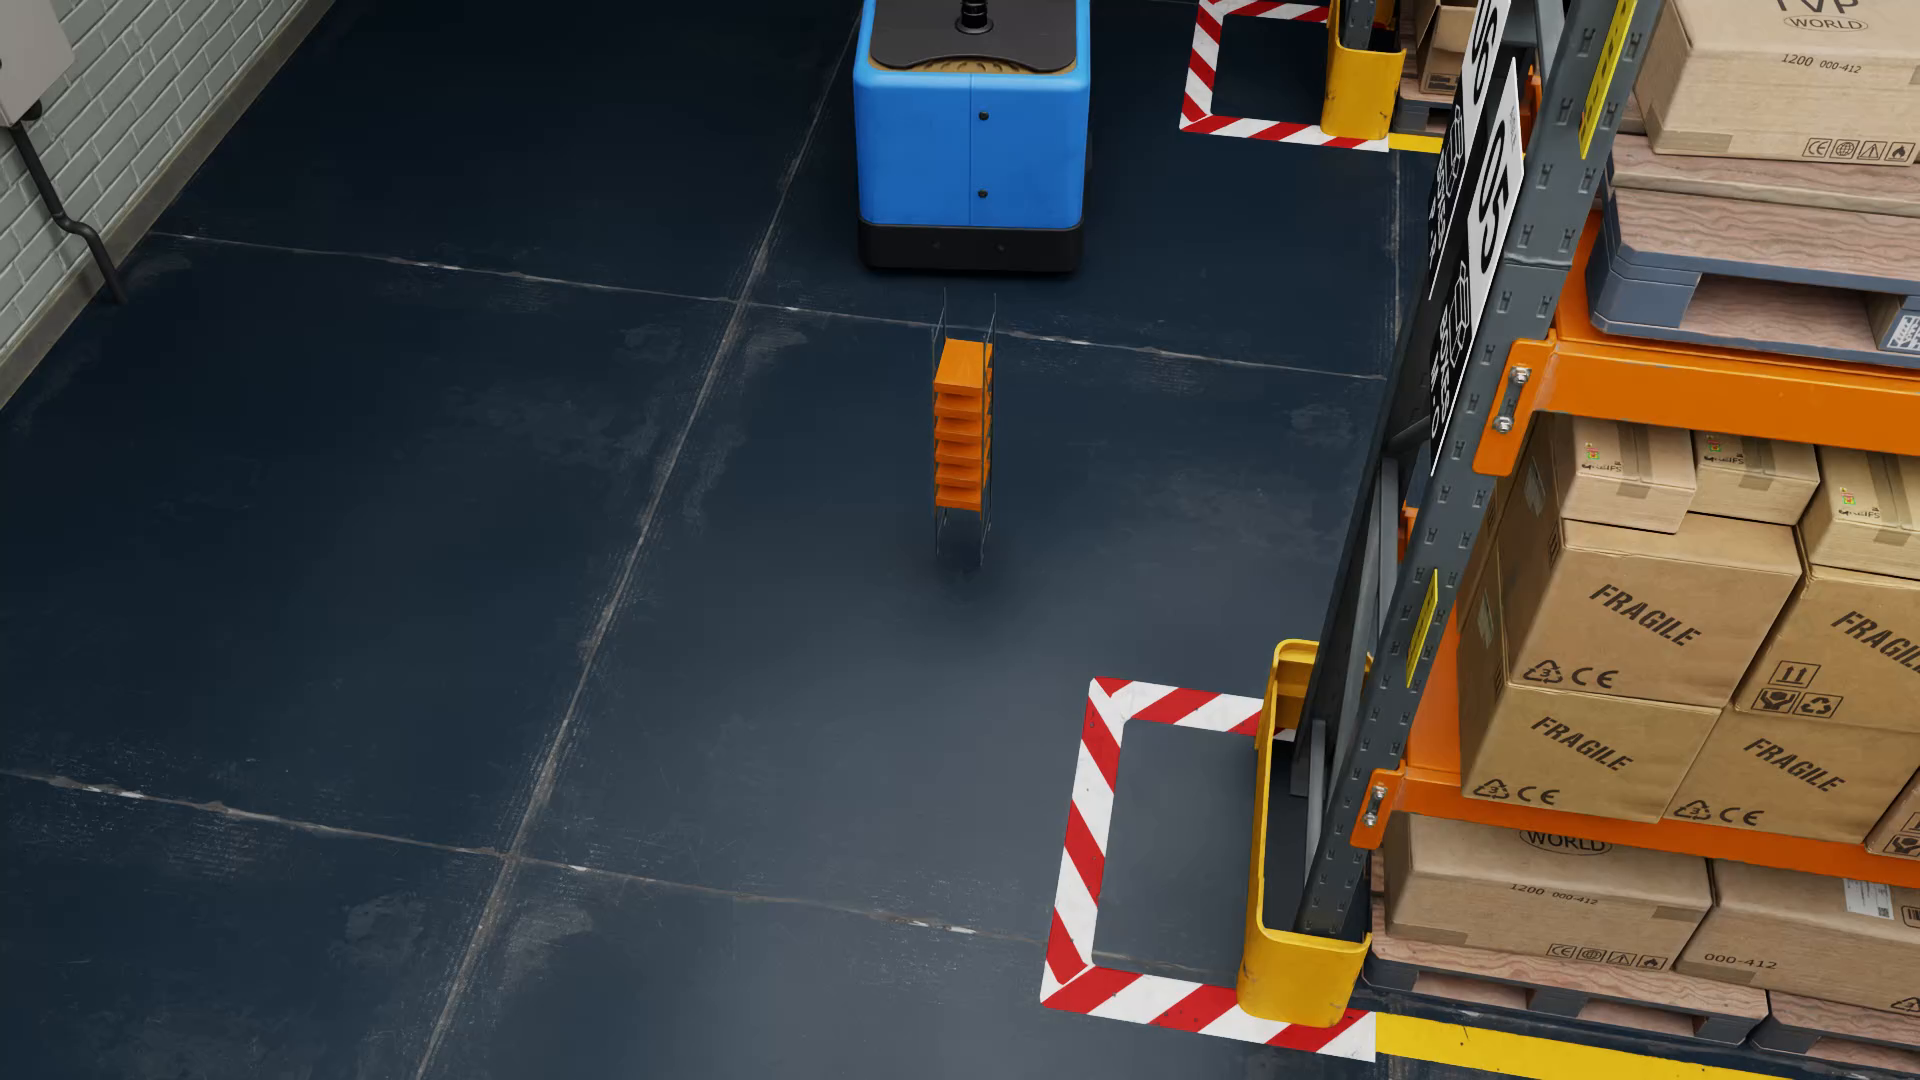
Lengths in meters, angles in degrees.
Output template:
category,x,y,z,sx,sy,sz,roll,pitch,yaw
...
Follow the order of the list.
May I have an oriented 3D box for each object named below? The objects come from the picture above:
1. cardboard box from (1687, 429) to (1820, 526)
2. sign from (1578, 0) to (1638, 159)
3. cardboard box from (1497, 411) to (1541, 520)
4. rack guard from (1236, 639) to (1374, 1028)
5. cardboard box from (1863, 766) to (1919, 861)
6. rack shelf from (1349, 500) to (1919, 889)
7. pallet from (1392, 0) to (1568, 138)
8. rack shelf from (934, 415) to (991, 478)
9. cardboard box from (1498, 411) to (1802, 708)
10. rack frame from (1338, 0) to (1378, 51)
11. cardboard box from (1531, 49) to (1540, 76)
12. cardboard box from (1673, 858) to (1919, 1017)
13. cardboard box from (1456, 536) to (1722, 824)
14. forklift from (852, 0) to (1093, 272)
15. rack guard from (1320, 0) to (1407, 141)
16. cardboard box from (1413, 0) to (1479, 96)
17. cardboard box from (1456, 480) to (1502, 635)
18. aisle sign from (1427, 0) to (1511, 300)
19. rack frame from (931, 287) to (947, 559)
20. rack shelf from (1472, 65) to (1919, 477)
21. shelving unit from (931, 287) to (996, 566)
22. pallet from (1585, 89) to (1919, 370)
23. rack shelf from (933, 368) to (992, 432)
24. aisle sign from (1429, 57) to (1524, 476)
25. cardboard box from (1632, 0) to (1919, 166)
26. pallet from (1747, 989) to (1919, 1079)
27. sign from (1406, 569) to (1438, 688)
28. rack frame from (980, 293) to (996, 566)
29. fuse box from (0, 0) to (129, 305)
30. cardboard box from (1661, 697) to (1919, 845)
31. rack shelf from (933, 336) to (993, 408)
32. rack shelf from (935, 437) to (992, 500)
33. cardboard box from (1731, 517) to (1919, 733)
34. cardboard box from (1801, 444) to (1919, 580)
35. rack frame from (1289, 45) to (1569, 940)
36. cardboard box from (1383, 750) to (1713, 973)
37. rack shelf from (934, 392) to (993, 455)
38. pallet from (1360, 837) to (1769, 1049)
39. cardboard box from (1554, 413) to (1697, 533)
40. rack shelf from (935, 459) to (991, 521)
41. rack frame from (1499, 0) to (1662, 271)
category,x,y,z,sx,sy,sz,roll,pitch,yaw
cardboard box,1.753,-0.233,3.739,0.250,0.149,0.380,9,49,8
sign,1.077,-0.796,2.763,0.005,0.325,0.100,8,49,7
cardboard box,1.699,-0.359,4.288,0.500,0.500,0.500,9,49,8
rack guard,1.158,0.952,5.531,0.348,0.500,1.175,8,49,7
cardboard box,2.603,0.487,4.201,0.500,0.500,0.500,7,48,7
rack shelf,3.150,0.624,4.628,4.000,0.370,1.077,8,49,7
pallet,2.920,-2.467,8.797,1.213,0.211,1.003,8,49,7
rack shelf,0.014,-0.369,6.307,0.180,0.103,0.258,8,49,7
cardboard box,1.604,0.024,3.945,0.500,0.500,0.500,7,48,6
rack frame,2.061,-3.514,7.863,0.127,3.000,1.000,8,49,7
cardboard box,3.057,-2.467,8.556,0.250,0.149,0.380,6,48,5
cardboard box,2.751,0.964,5.279,0.875,0.438,0.875,9,49,8
cardboard box,1.603,0.360,4.315,0.500,0.500,0.500,7,48,7
forklift,0.111,-3.318,7.733,1.130,2.935,3.031,2,48,2
rack guard,2.136,-2.669,8.784,0.348,0.500,1.175,8,49,7
cardboard box,2.646,-2.670,8.501,0.637,0.503,0.797,6,48,5
cardboard box,1.704,-0.044,4.678,0.500,0.500,0.500,8,49,7
aisle sign,1.166,-0.986,3.844,0.004,0.787,0.394,8,49,7
rack frame,-0.076,-0.411,6.285,0.006,1.200,0.240,8,49,7
rack shelf,3.150,-0.378,3.512,4.000,0.370,1.077,8,49,7
shelving unit,0.014,-0.399,6.274,0.189,1.200,0.258,8,49,7
pallet,1.914,-0.763,3.434,1.213,0.211,1.003,8,49,7
rack shelf,0.014,-0.530,6.128,0.180,0.103,0.258,8,49,7
aisle sign,1.059,-0.547,3.449,0.004,0.787,0.394,8,49,7
cardboard box,1.641,-1.013,3.350,0.500,0.250,0.500,4,48,3
pallet,3.180,1.263,5.445,1.213,0.211,1.003,8,49,7
sign,1.077,0.209,3.882,0.005,0.325,0.100,8,49,7
rack frame,0.104,-0.387,6.263,0.006,1.200,0.240,8,49,7
fuse box,-3.854,-1.697,7.097,0.414,1.711,0.539,8,49,7
cardboard box,2.106,0.406,4.273,0.500,0.500,0.500,7,48,6
rack shelf,0.014,-0.610,6.039,0.180,0.103,0.258,8,49,7
rack shelf,0.014,-0.289,6.396,0.180,0.103,0.258,8,49,7
cardboard box,2.113,0.087,3.888,0.500,0.500,0.500,6,48,6
cardboard box,1.988,-0.114,3.633,0.250,0.149,0.380,9,49,8
rack frame,1.182,0.119,4.598,0.127,3.000,1.000,8,49,7
cardboard box,1.849,0.850,5.382,0.875,0.438,0.875,6,48,6
rack shelf,0.014,-0.450,6.218,0.180,0.103,0.258,8,49,7
pallet,1.983,1.100,5.592,1.213,0.211,1.003,8,49,7
cardboard box,1.482,-0.215,3.723,0.250,0.149,0.380,9,49,8
rack shelf,0.014,-0.209,6.486,0.180,0.103,0.258,8,49,7
rack frame,1.182,-1.886,2.367,0.127,3.000,1.000,8,49,7
